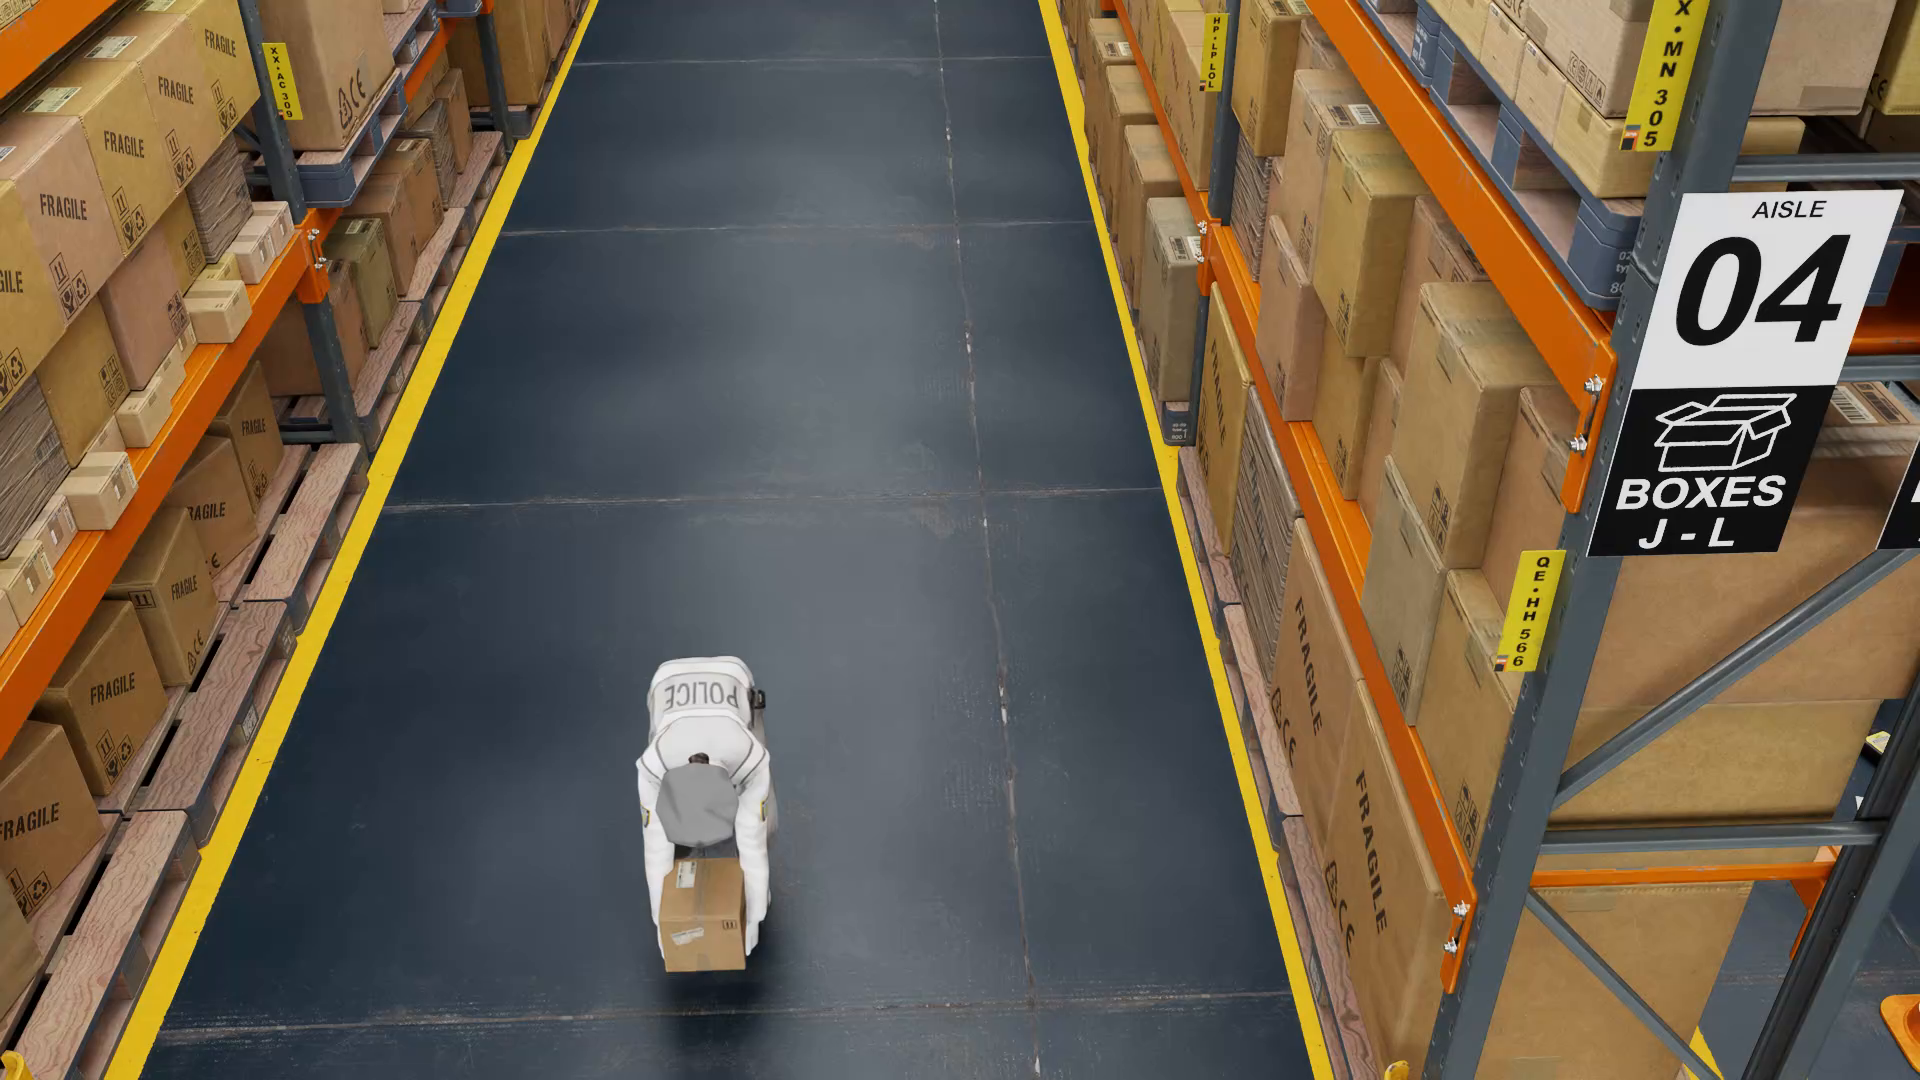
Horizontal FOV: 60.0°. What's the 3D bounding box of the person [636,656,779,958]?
[{"bbox_3d":[-0.824,0.899,5.447,0.448,1.013,0.921,-3,36,-4],"label":"person"}]
